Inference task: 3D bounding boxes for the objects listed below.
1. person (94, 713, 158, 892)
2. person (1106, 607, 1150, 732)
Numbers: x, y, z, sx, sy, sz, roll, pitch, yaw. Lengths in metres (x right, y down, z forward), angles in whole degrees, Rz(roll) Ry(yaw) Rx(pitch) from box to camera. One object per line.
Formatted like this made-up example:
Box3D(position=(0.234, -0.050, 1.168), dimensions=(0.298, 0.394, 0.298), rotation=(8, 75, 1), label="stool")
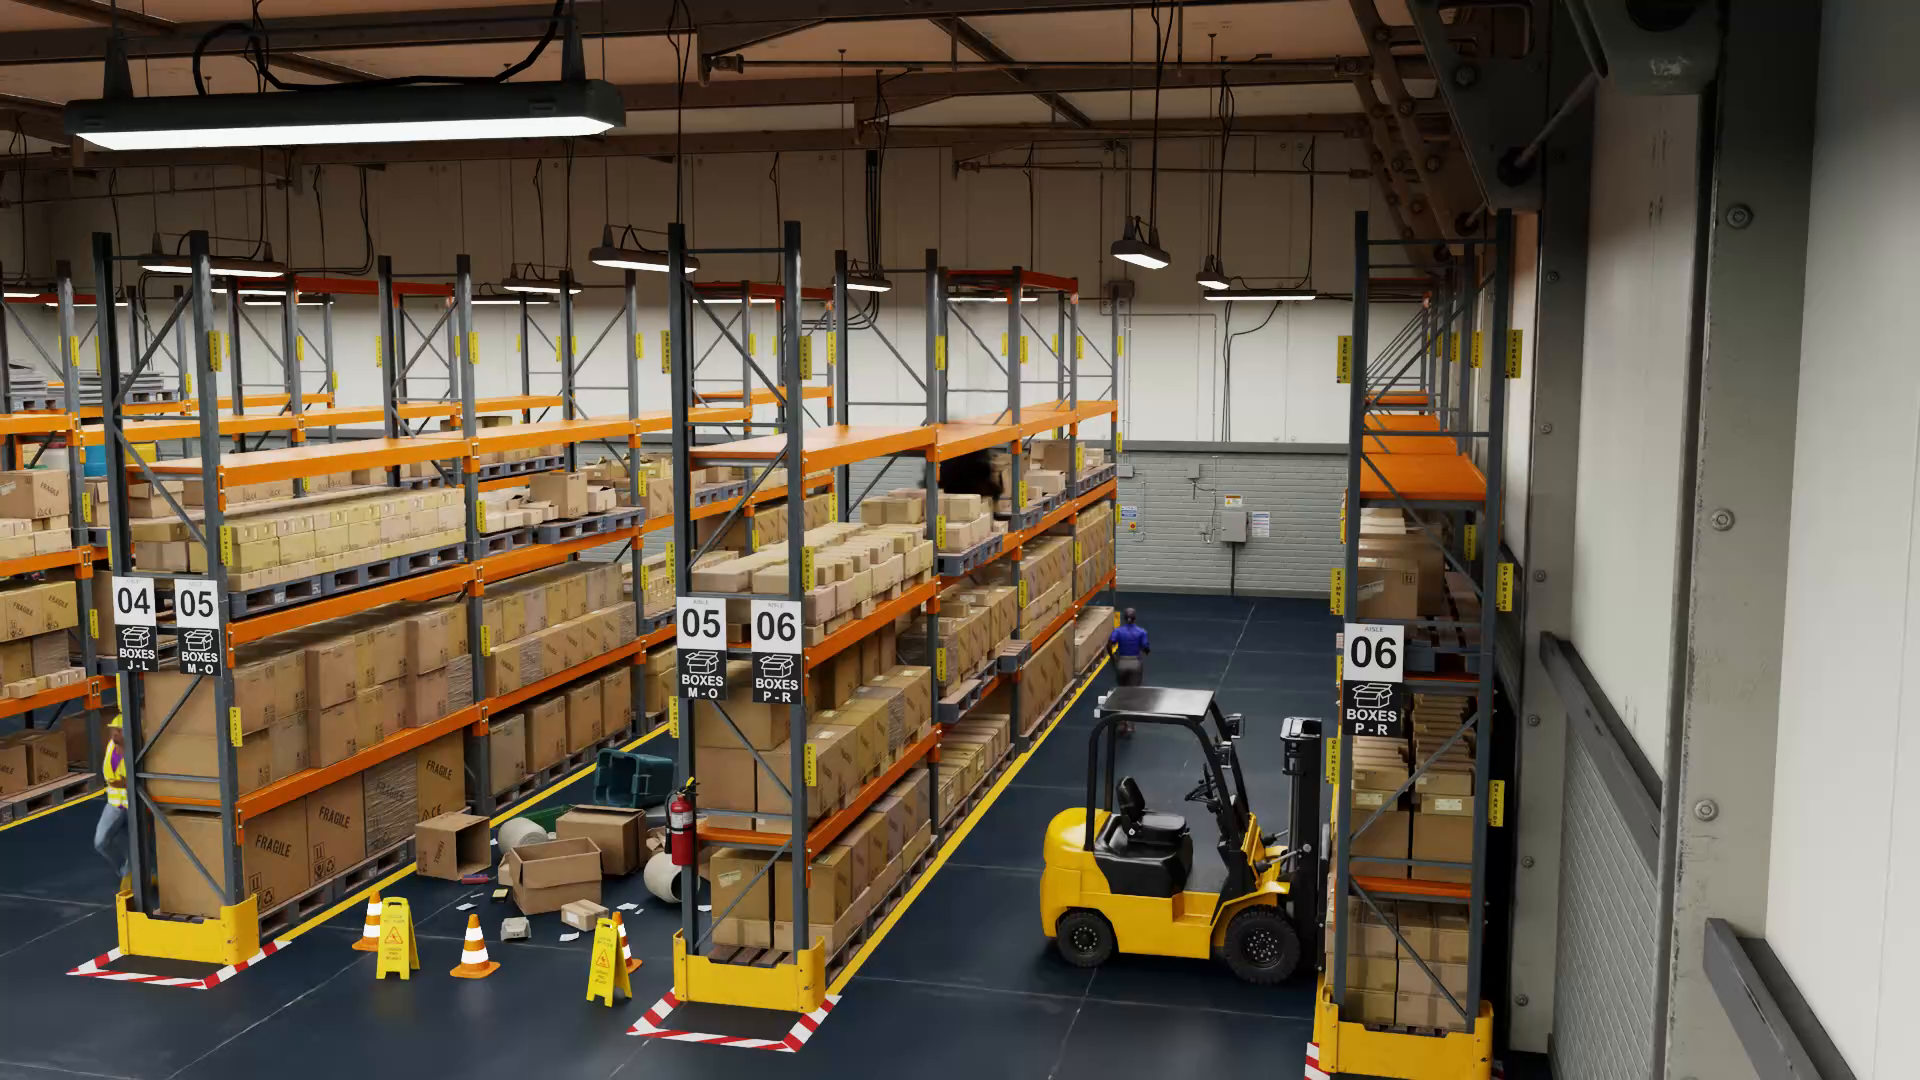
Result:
Box3D(position=(-7.645, 2.434, 15.341), dimensions=(0.677, 1.738, 0.767), rotation=(1, 7, 10), label="person")
Box3D(position=(2.199, 1.719, 21.716), dimensions=(0.555, 1.689, 0.686), rotation=(1, 7, 11), label="person")
